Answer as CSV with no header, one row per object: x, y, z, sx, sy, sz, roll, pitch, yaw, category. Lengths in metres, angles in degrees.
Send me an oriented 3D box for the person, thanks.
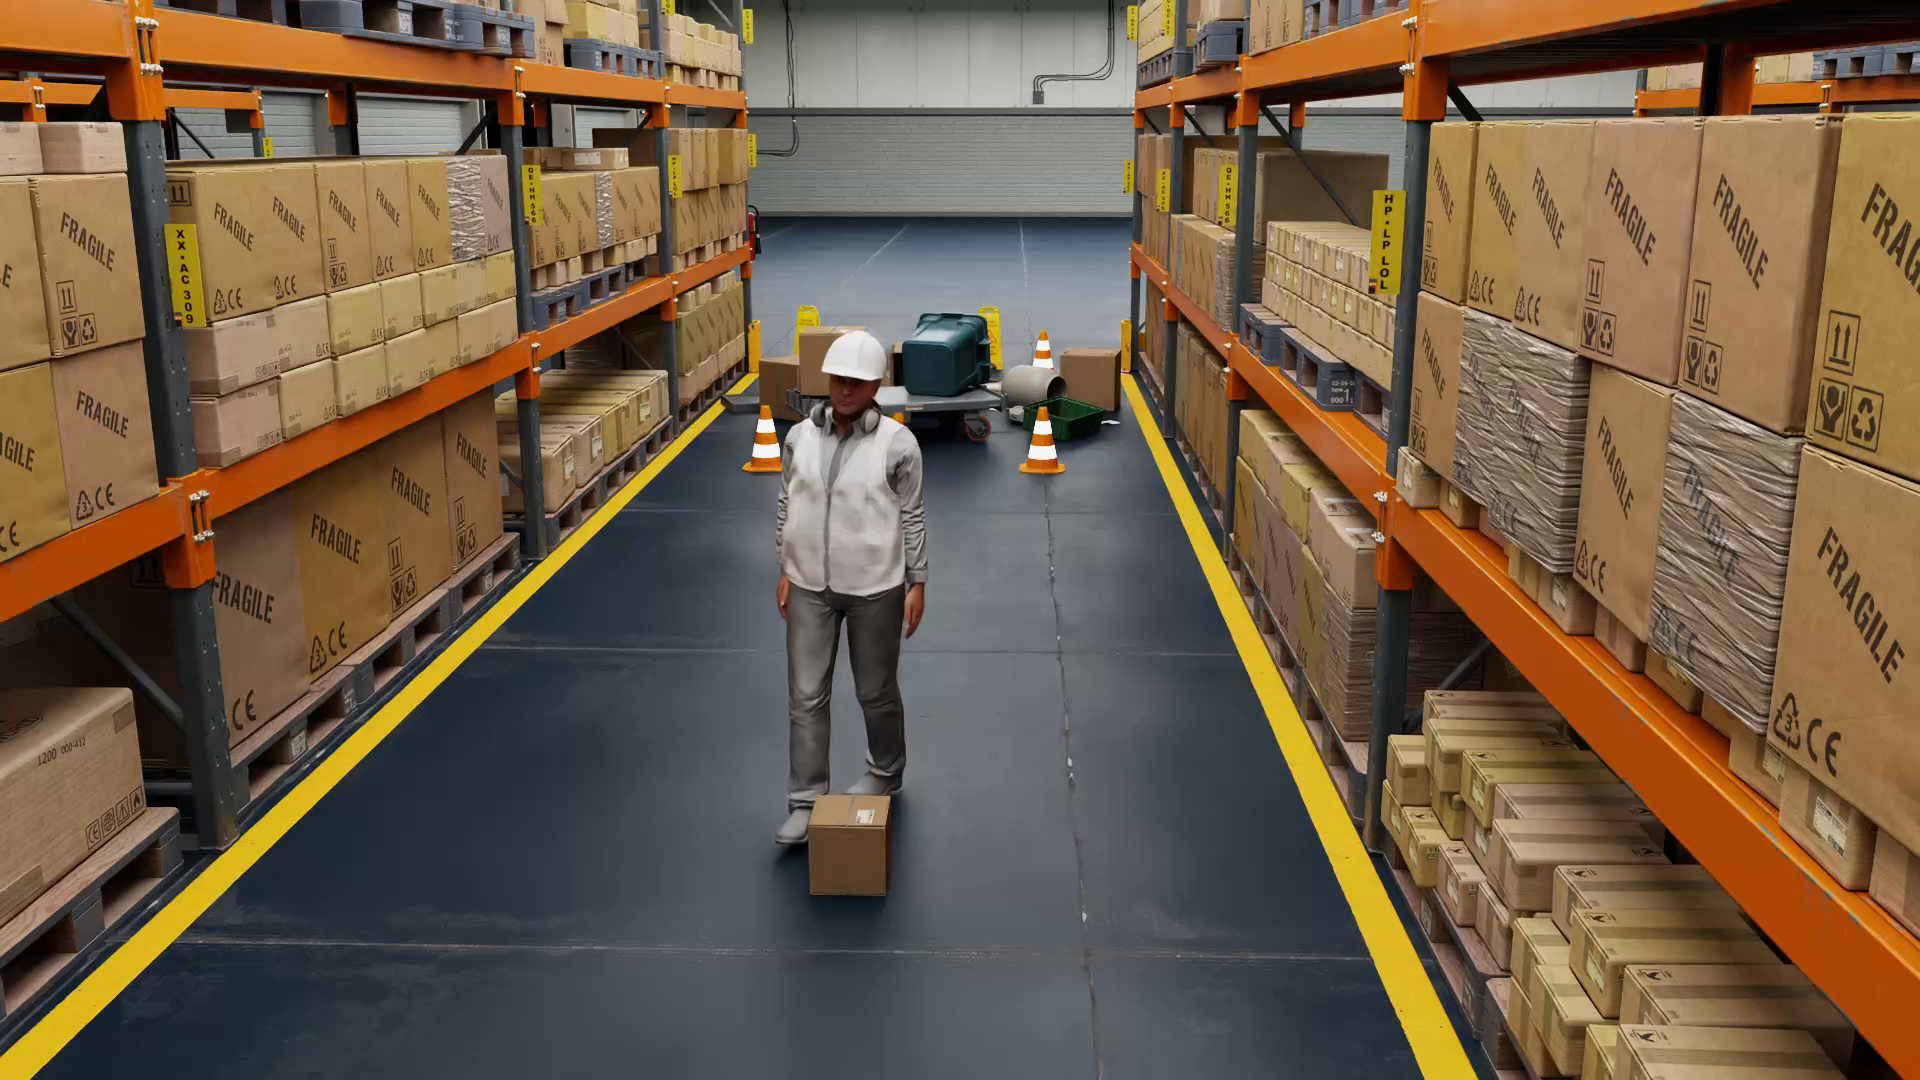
-0.412,0.160,5.800,0.572,1.763,0.743,4,14,15,person
